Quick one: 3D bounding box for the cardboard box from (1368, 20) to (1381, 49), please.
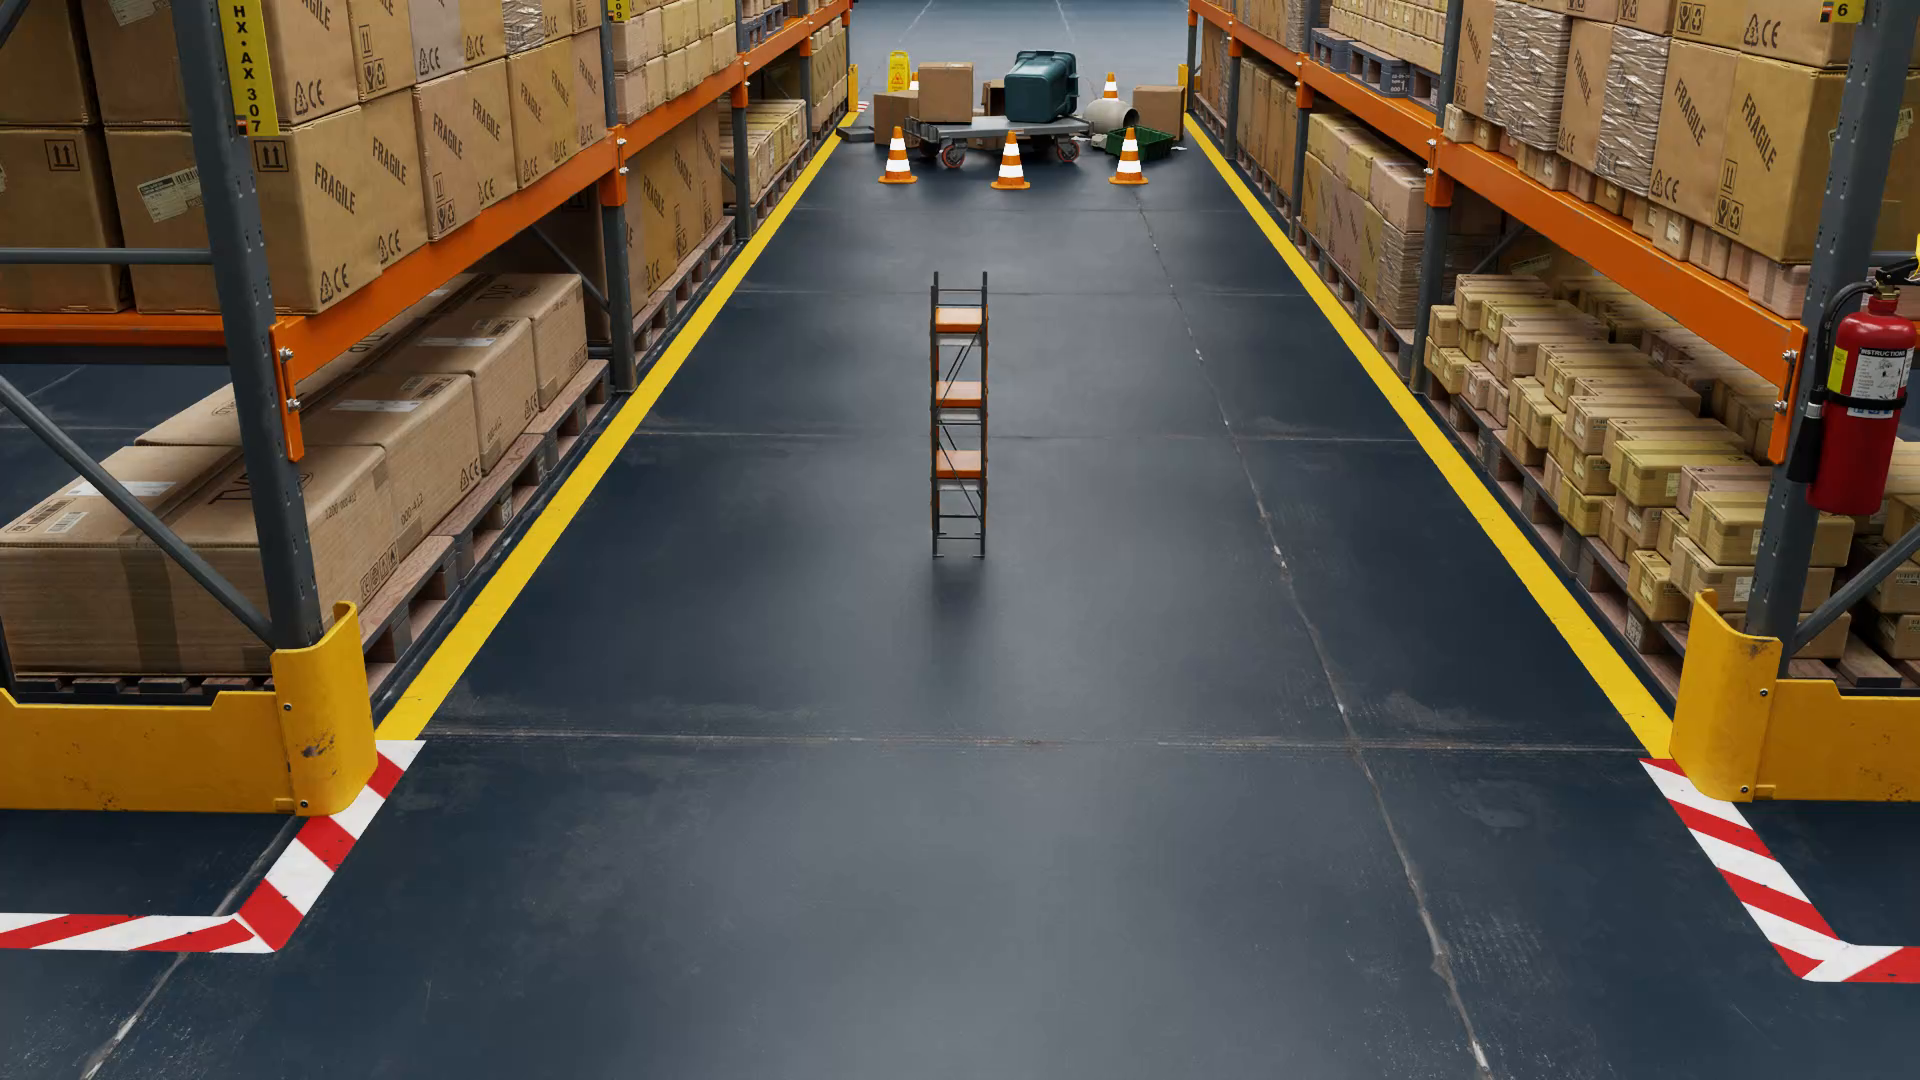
[{"bbox_3d":[2.663,-3.028,9.954,0.380,0.149,0.250,1,21,2],"label":"cardboard box"}]

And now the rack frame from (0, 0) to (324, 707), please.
[{"bbox_3d":[-2.278,-0.714,4.222,1.000,3.000,0.127,1,21,2],"label":"rack frame"}]

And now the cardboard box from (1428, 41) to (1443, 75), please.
[{"bbox_3d":[2.616,-2.461,8.491,0.380,0.149,0.250,1,21,2],"label":"cardboard box"}]

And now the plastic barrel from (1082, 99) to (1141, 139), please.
[{"bbox_3d":[1.539,-4.261,16.925,0.512,0.421,0.421,18,27,38],"label":"plastic barrel"}]

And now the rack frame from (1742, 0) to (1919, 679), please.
[{"bbox_3d":[2.673,-0.696,4.176,1.000,3.000,0.127,1,21,2],"label":"rack frame"}]

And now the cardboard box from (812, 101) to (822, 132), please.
[{"bbox_3d":[-1.625,-4.177,16.368,0.500,0.250,0.500,0,21,-1],"label":"cardboard box"}]

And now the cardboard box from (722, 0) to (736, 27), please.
[{"bbox_3d":[-1.795,-3.592,11.155,0.500,0.250,0.500,1,21,1],"label":"cardboard box"}]

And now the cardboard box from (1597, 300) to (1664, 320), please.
[{"bbox_3d":[3.076,-0.972,7.425,0.380,0.149,0.250,0,21,1],"label":"cardboard box"}]

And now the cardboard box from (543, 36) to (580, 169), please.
[{"bbox_3d":[-1.925,-1.850,7.013,0.500,0.500,0.500,0,21,0],"label":"cardboard box"}]

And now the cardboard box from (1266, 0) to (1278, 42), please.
[{"bbox_3d":[2.694,-4.162,12.971,0.500,0.500,0.500,0,21,1],"label":"cardboard box"}]

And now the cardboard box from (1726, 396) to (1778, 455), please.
[{"bbox_3d":[2.995,-0.407,5.970,0.380,0.149,0.250,1,21,4],"label":"cardboard box"}]

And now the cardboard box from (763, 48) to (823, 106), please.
[{"bbox_3d":[-1.625,-4.527,16.232,0.500,0.500,0.500,2,21,4],"label":"cardboard box"}]

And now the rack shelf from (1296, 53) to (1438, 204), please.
[{"bbox_3d":[2.856,-2.530,9.897,1.077,0.370,4.000,1,21,2],"label":"rack shelf"}]

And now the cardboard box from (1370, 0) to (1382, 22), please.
[{"bbox_3d":[2.663,-3.168,9.902,0.380,0.149,0.250,0,21,1],"label":"cardboard box"}]

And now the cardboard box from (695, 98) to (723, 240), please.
[{"bbox_3d":[-2.138,-2.563,11.344,0.875,0.875,0.875,0,21,1],"label":"cardboard box"}]

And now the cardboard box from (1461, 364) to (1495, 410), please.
[{"bbox_3d":[2.499,-0.694,7.532,0.380,0.149,0.250,1,21,1],"label":"cardboard box"}]

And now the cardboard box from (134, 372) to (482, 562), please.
[{"bbox_3d":[-2.338,-0.286,6.081,0.875,0.438,0.875,1,21,3],"label":"cardboard box"}]

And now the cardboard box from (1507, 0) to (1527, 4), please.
[{"bbox_3d":[2.537,-2.446,6.754,0.500,0.500,0.500,0,21,0],"label":"cardboard box"}]

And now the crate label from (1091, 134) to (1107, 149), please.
[{"bbox_3d":[1.457,-3.960,16.545,0.298,0.136,0.250,-16,26,-35],"label":"crate label"}]

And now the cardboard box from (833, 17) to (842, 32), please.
[{"bbox_3d":[-1.499,-5.639,18.202,0.380,0.149,0.250,1,21,3],"label":"cardboard box"}]

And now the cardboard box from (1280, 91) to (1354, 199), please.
[{"bbox_3d":[3.025,-2.955,12.527,1.050,0.750,0.750,0,21,1],"label":"cardboard box"}]

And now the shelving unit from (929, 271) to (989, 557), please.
[{"bbox_3d":[-0.002,-0.470,6.289,0.215,1.050,0.252,1,21,2],"label":"shelving unit"}]

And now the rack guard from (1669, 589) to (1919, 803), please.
[{"bbox_3d":[2.675,0.442,4.699,1.175,0.500,0.348,1,21,2],"label":"rack guard"}]

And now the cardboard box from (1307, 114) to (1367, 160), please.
[{"bbox_3d":[2.653,-2.722,11.236,0.500,0.250,0.500,0,21,-1],"label":"cardboard box"}]

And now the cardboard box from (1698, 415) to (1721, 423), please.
[{"bbox_3d":[2.926,-0.363,6.267,0.380,0.149,0.250,2,21,4],"label":"cardboard box"}]

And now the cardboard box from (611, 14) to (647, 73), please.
[{"bbox_3d":[-1.861,-2.479,8.288,0.500,0.250,0.500,0,21,0],"label":"cardboard box"}]

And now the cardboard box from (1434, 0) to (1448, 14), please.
[{"bbox_3d":[2.619,-2.743,8.395,0.380,0.149,0.250,0,21,0],"label":"cardboard box"}]

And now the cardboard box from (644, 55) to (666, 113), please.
[{"bbox_3d":[-1.865,-2.434,8.862,0.500,0.250,0.500,0,21,0],"label":"cardboard box"}]

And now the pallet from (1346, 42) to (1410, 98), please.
[{"bbox_3d":[2.897,-2.783,9.820,1.003,0.211,1.213,1,21,2],"label":"pallet"}]

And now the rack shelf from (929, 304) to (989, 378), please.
[{"bbox_3d":[-0.002,-0.725,6.190,0.215,0.259,0.240,1,21,2],"label":"rack shelf"}]

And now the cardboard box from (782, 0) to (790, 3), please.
[{"bbox_3d":[-1.654,-4.661,14.163,0.380,0.149,0.250,1,21,2],"label":"cardboard box"}]

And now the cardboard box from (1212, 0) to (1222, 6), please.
[{"bbox_3d":[3.081,-5.824,17.185,0.875,0.550,0.500,1,21,2],"label":"cardboard box"}]

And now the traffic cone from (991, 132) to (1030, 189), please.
[{"bbox_3d":[0.440,-3.290,14.370,0.336,0.463,0.334,1,21,2],"label":"traffic cone"}]

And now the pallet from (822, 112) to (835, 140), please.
[{"bbox_3d":[-1.893,-4.438,17.676,1.003,0.211,1.213,1,21,2],"label":"pallet"}]

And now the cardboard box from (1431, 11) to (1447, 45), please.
[{"bbox_3d":[2.616,-2.601,8.441,0.380,0.149,0.250,1,21,2],"label":"cardboard box"}]

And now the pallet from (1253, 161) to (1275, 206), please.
[{"bbox_3d":[3.056,-3.013,14.002,1.003,0.211,1.213,1,21,2],"label":"pallet"}]

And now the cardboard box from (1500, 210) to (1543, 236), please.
[{"bbox_3d":[3.081,-1.787,8.825,0.500,0.250,0.500,0,21,-1],"label":"cardboard box"}]

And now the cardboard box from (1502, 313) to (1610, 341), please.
[{"bbox_3d":[2.566,-0.879,7.185,0.380,0.149,0.250,0,21,0],"label":"cardboard box"}]

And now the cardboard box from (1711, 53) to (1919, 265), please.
[{"bbox_3d":[2.429,-1.047,4.530,0.500,0.500,0.500,1,21,3],"label":"cardboard box"}]

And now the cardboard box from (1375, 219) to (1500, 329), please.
[{"bbox_3d":[2.565,-1.443,8.977,0.500,0.500,0.500,0,21,1],"label":"cardboard box"}]

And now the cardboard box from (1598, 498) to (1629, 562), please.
[{"bbox_3d":[2.476,-0.033,5.829,0.380,0.149,0.250,1,21,2],"label":"cardboard box"}]

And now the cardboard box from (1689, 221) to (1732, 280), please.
[{"bbox_3d":[2.438,-0.880,4.998,0.380,0.149,0.250,0,21,1],"label":"cardboard box"}]

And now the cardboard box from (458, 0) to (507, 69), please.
[{"bbox_3d":[-1.948,-1.951,5.889,0.500,0.500,0.500,1,21,2],"label":"cardboard box"}]

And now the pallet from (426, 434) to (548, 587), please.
[{"bbox_3d":[-2.292,-0.144,6.608,1.003,0.211,1.213,1,21,2],"label":"pallet"}]

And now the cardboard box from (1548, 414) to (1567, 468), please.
[{"bbox_3d":[2.447,-0.363,6.268,0.380,0.149,0.250,2,21,4],"label":"cardboard box"}]

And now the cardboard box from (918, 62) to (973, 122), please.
[{"bbox_3d":[-0.133,-4.232,15.697,0.500,0.500,0.500,1,21,2],"label":"cardboard box"}]

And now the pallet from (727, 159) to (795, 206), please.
[{"bbox_3d":[-1.969,-3.029,14.044,1.003,0.211,1.213,1,21,2],"label":"pallet"}]

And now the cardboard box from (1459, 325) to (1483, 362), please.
[{"bbox_3d":[2.546,-0.928,7.722,0.380,0.149,0.250,1,21,2],"label":"cardboard box"}]

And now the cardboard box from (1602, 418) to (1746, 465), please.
[{"bbox_3d":[2.453,-0.312,5.726,0.380,0.149,0.250,0,21,-1],"label":"cardboard box"}]

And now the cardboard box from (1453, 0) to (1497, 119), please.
[{"bbox_3d":[2.528,-2.151,7.377,0.500,0.500,0.500,0,21,1],"label":"cardboard box"}]

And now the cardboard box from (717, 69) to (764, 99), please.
[{"bbox_3d":[-2.163,-4.533,16.249,0.500,0.500,0.500,0,21,1],"label":"cardboard box"}]

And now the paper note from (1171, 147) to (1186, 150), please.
[{"bbox_3d":[2.153,-3.904,16.548,0.147,0.020,0.142,-16,26,-35],"label":"paper note"}]

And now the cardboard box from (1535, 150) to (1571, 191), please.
[{"bbox_3d":[2.468,-1.450,6.466,0.380,0.149,0.250,2,21,4],"label":"cardboard box"}]
